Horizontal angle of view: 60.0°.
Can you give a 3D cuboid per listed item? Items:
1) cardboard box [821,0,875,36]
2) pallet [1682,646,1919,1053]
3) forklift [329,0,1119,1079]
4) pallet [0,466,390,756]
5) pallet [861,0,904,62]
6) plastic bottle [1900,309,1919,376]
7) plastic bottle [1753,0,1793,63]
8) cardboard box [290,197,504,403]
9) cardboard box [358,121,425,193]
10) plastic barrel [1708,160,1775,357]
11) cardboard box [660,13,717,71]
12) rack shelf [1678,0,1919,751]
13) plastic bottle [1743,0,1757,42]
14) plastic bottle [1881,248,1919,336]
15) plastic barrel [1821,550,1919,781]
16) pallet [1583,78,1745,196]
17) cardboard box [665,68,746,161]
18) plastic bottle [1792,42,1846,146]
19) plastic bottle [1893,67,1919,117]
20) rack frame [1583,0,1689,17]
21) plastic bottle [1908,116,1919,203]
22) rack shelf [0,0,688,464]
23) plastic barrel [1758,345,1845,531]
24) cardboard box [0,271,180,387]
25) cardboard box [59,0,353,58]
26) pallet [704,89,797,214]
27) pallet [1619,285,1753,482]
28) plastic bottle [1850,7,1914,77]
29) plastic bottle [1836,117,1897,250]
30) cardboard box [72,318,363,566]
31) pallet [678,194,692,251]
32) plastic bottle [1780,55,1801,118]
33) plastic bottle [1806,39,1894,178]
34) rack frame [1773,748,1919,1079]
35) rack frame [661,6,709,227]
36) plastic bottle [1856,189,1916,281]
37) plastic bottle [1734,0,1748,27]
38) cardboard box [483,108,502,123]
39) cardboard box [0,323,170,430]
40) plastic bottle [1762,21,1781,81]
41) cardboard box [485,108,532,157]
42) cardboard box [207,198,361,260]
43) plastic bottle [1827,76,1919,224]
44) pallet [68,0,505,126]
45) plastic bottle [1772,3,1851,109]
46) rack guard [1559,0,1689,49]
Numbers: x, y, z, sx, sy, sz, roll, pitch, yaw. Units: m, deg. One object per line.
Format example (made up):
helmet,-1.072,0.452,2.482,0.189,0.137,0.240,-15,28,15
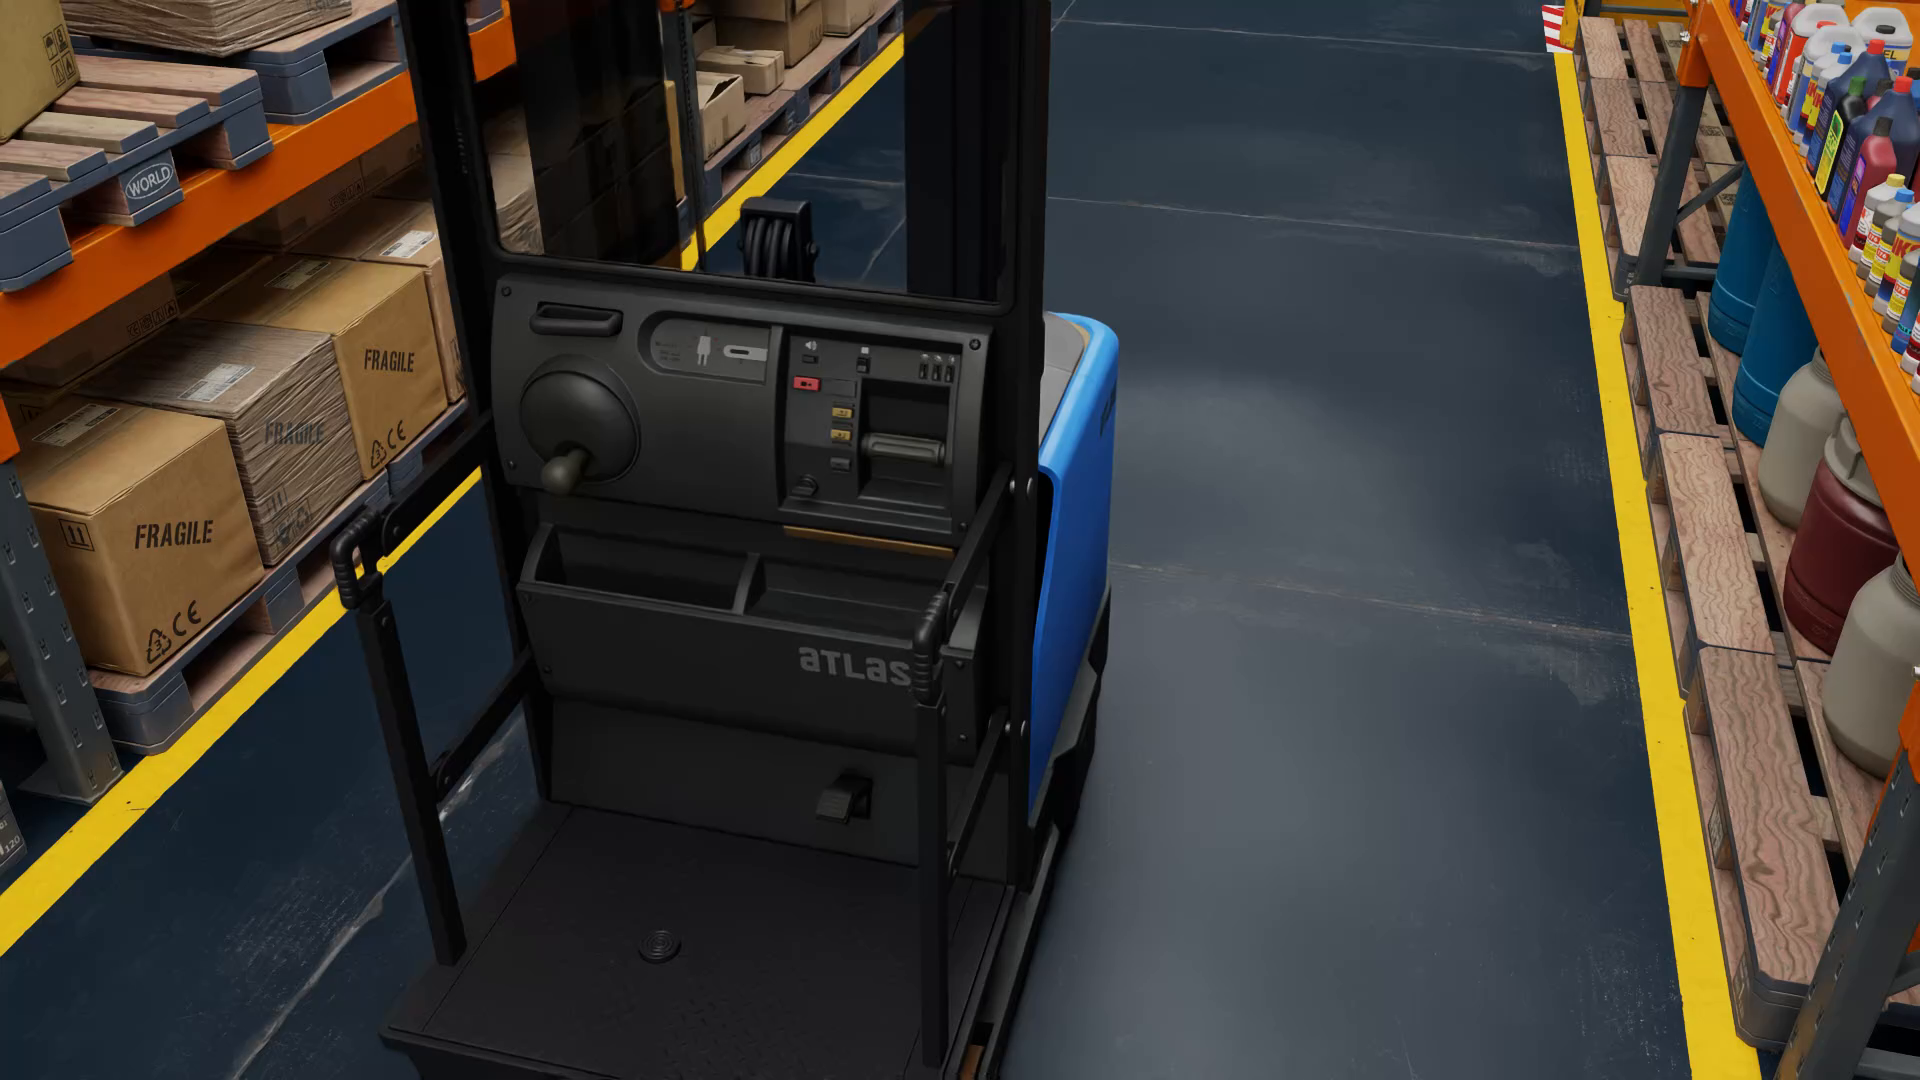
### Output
cardboard box,-0.793,-3.065,9.429,0.500,0.250,0.500,8,33,12
pallet,2.296,0.745,3.881,1.003,0.211,1.213,8,33,12
forklift,-0.458,-0.182,2.805,1.130,2.935,3.031,8,33,12
pallet,-2.428,0.101,4.894,1.003,0.211,1.213,8,33,12
pallet,-0.844,-3.215,10.110,1.003,0.211,1.213,8,33,12
plastic bottle,1.957,-0.429,3.314,0.097,0.201,0.097,0,32,0
plastic bottle,2.517,-1.604,5.097,0.097,0.271,0.097,0,32,0
cardboard box,-1.875,-0.825,5.672,0.500,0.500,0.500,7,33,11
cardboard box,-2.251,-1.480,6.002,0.500,0.250,0.500,8,33,12
plastic barrel,2.997,-1.104,5.756,0.600,0.901,0.708,8,33,12
cardboard box,-1.578,-2.544,8.551,0.500,0.311,0.500,8,33,12
rack shelf,2.644,-0.751,4.306,1.077,0.370,4.000,8,33,12
plastic bottle,2.576,-1.724,5.286,0.097,0.271,0.097,0,32,0
plastic bottle,2.006,-0.530,3.473,0.097,0.201,0.097,0,32,0
plastic barrel,2.301,0.294,3.919,0.421,0.512,0.421,0,32,0
pallet,3.608,-1.938,8.102,1.003,0.211,1.213,8,33,12
cardboard box,-1.323,-2.008,7.709,0.500,0.311,0.500,8,33,12
plastic bottle,2.316,-1.193,4.450,0.097,0.271,0.097,0,32,0
plastic bottle,2.406,-1.072,4.261,0.097,0.271,0.097,0,32,0
rack frame,4.167,-4.168,9.011,1.000,3.000,0.127,8,33,12
plastic bottle,2.303,-0.905,3.987,0.061,0.283,0.133,8,33,12
rack shelf,-2.146,-1.428,5.370,1.077,0.370,4.000,8,33,12
plastic barrel,2.588,-0.292,4.841,0.421,0.512,0.421,0,32,0
cardboard box,-2.633,-0.688,4.757,0.500,0.250,0.500,9,34,14
cardboard box,-2.186,-1.704,4.649,0.700,0.500,0.500,14,35,21
pallet,-1.463,-1.948,8.118,1.003,0.211,1.213,8,33,12
pallet,2.916,-0.521,5.873,1.003,0.211,1.213,8,33,12
plastic bottle,2.578,-1.351,4.695,0.152,0.276,0.135,8,33,12
plastic bottle,2.117,-0.829,3.867,0.061,0.283,0.133,8,33,12
cardboard box,-2.134,-0.294,4.836,0.500,0.500,0.500,7,33,11
pallet,-1.808,-1.165,6.886,1.003,0.211,1.213,8,33,12
plastic bottle,2.375,-1.284,4.658,0.097,0.201,0.097,0,32,0
plastic bottle,2.278,-1.099,4.229,0.144,0.351,0.185,8,33,12
rack frame,2.140,-0.017,2.480,0.949,2.616,0.053,8,33,12
rack frame,-1.638,-2.769,6.810,1.000,3.000,0.127,8,33,12
plastic bottle,2.080,-0.681,3.711,0.097,0.201,0.097,0,32,0
plastic bottle,2.612,-1.842,5.460,0.061,0.283,0.133,8,33,12
cardboard box,-2.122,-1.404,6.582,0.500,0.500,0.500,8,33,13
cardboard box,-2.643,-0.341,4.911,0.500,0.500,0.500,9,34,14
plastic bottle,2.468,-1.473,4.957,0.097,0.201,0.097,0,32,0
cardboard box,-1.620,-1.349,6.496,0.500,0.500,0.500,8,33,13
cardboard box,-2.384,-0.883,5.763,0.500,0.500,0.500,7,33,11
plastic bottle,2.197,-0.934,3.970,0.144,0.351,0.185,8,33,12
pallet,-2.165,-1.622,5.185,1.003,0.211,1.213,8,33,12
plastic bottle,2.431,-1.372,4.727,0.152,0.276,0.135,8,33,12
rack guard,4.160,-3.128,9.704,1.175,0.500,0.348,8,33,12
